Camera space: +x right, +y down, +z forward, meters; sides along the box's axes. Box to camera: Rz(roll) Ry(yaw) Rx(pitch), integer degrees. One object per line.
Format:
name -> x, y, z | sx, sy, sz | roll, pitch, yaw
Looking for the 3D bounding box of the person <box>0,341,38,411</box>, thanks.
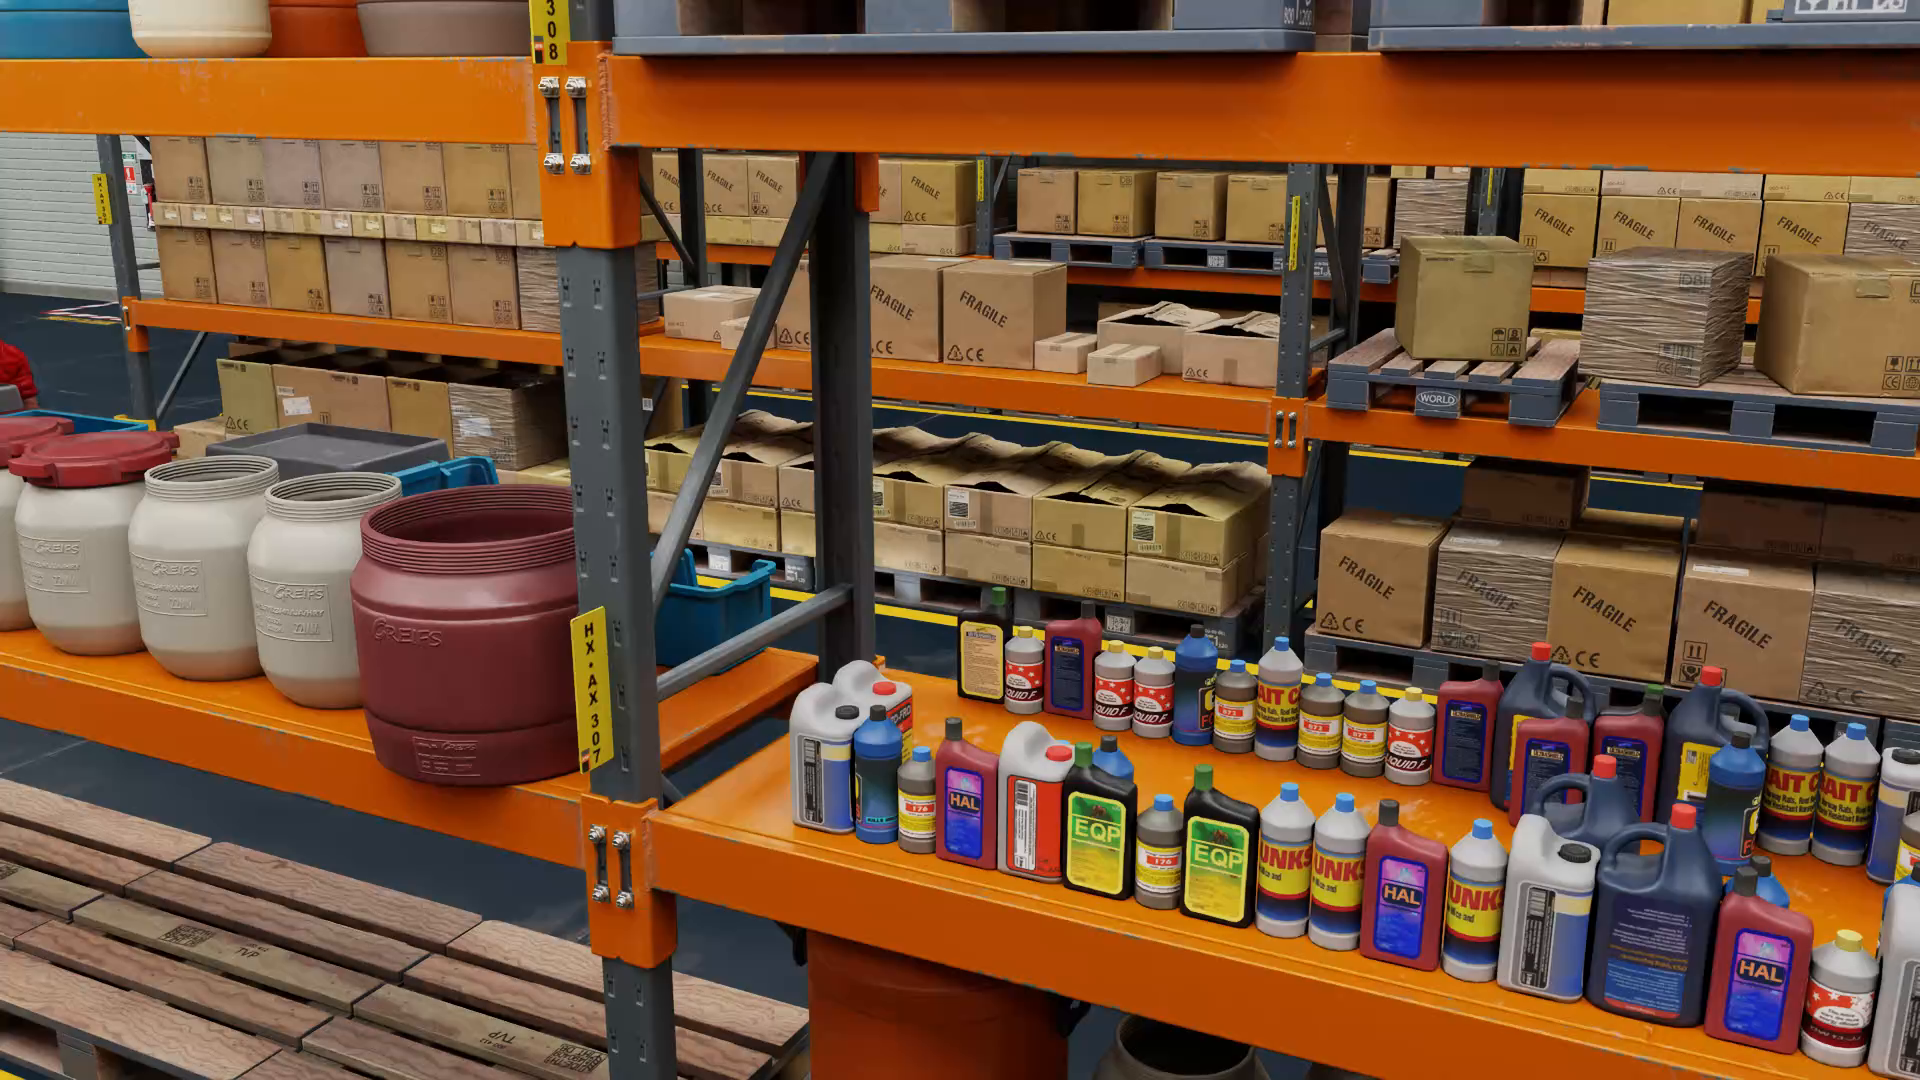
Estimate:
person -> -5.040, -0.422, 8.565 | 0.991, 1.678, 0.525 | 3, 16, 10
